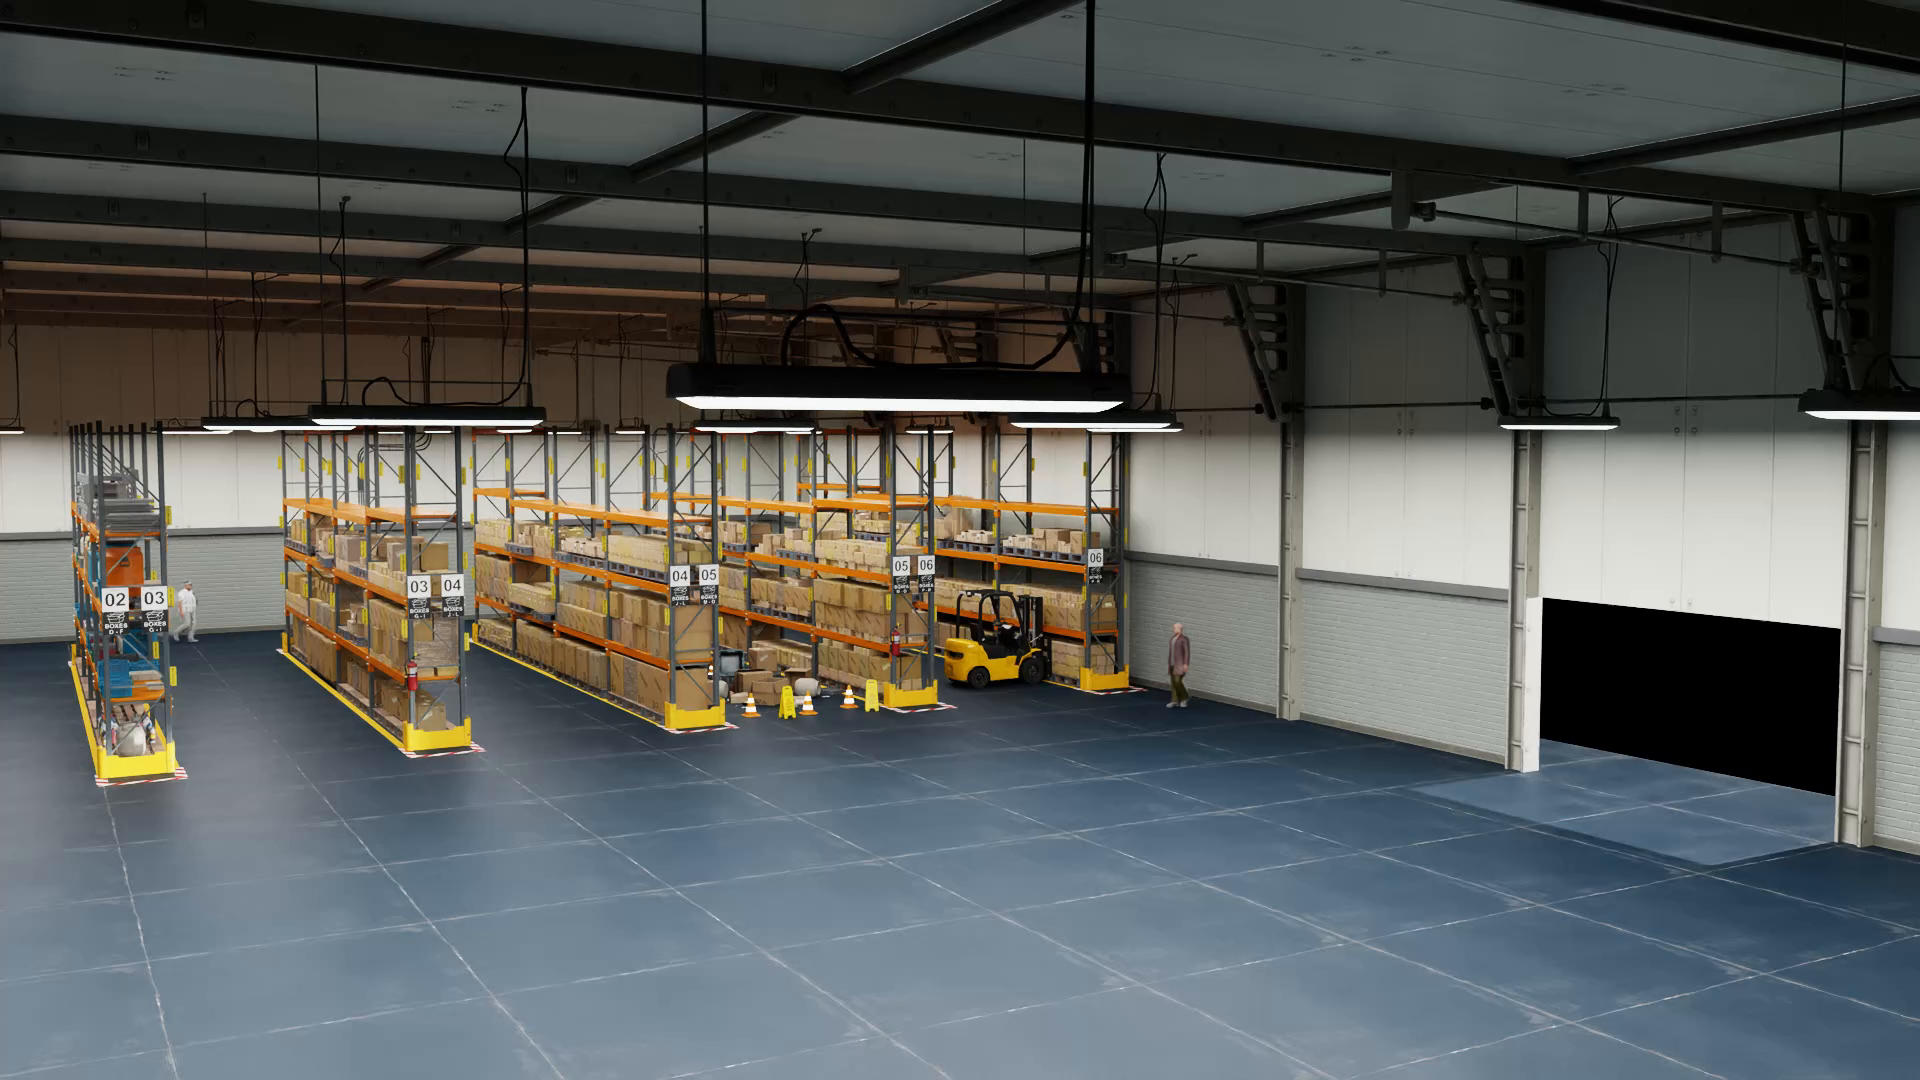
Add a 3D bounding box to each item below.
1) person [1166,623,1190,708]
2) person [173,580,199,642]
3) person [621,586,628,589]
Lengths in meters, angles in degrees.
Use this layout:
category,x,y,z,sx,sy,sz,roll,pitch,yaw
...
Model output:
category,x,y,z,sx,sy,sz,roll,pitch,yaw
person,4.604,2.649,35.197,0.473,1.781,0.635,-2,4,-31
person,-21.529,1.974,46.281,0.617,1.754,0.564,0,4,8
person,-9.092,2.083,45.200,0.508,1.679,0.377,2,4,32
